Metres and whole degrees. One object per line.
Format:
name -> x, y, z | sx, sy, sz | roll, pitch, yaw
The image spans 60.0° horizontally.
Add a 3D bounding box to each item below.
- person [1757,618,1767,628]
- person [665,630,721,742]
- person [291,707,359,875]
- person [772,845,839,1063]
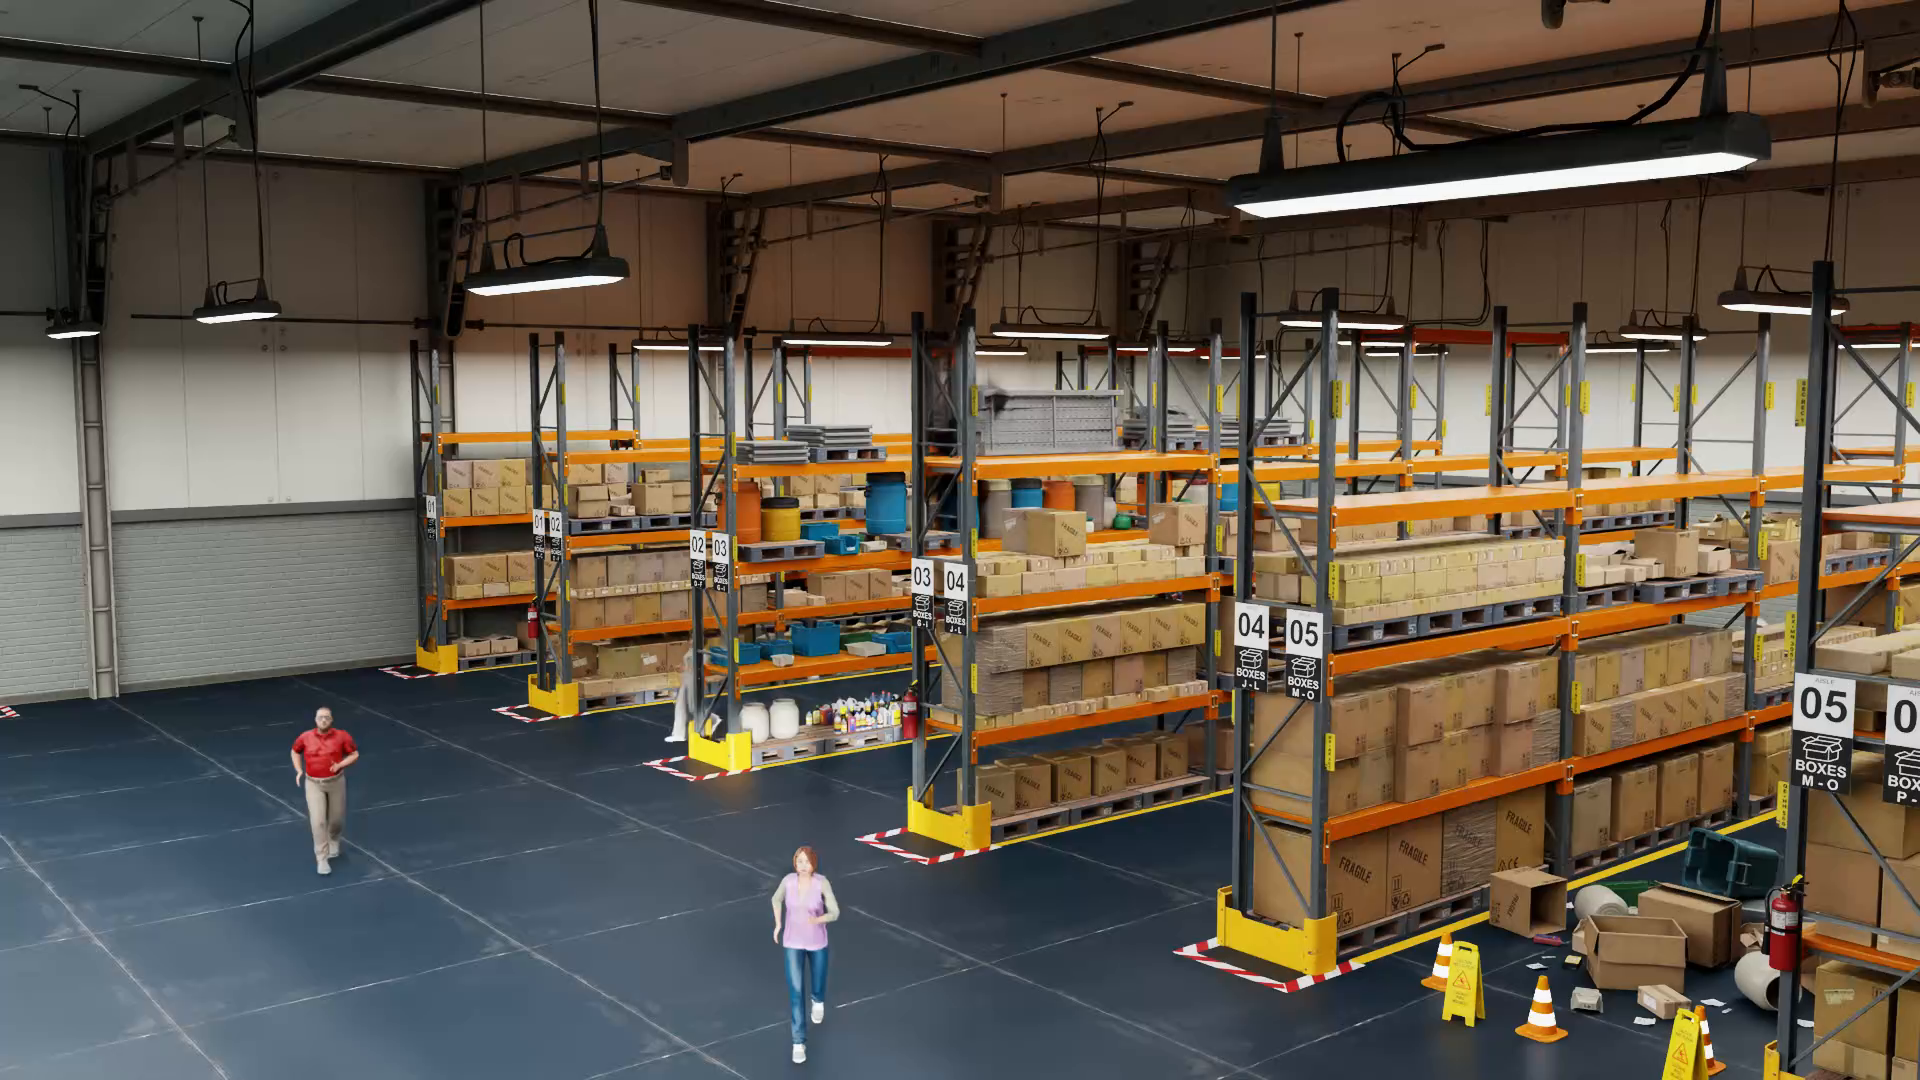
person -> 11.810, 2.019, 24.717 | 0.580, 1.718, 0.707 | -5, 7, -40
person -> -3.909, 2.109, 24.214 | 0.862, 1.644, 0.596 | -4, 7, -38
person -> -6.804, 2.644, 17.853 | 0.678, 1.716, 0.847 | -2, 6, -23
person -> -1.208, 3.156, 12.972 | 0.542, 1.576, 0.889 | 0, 5, -2
